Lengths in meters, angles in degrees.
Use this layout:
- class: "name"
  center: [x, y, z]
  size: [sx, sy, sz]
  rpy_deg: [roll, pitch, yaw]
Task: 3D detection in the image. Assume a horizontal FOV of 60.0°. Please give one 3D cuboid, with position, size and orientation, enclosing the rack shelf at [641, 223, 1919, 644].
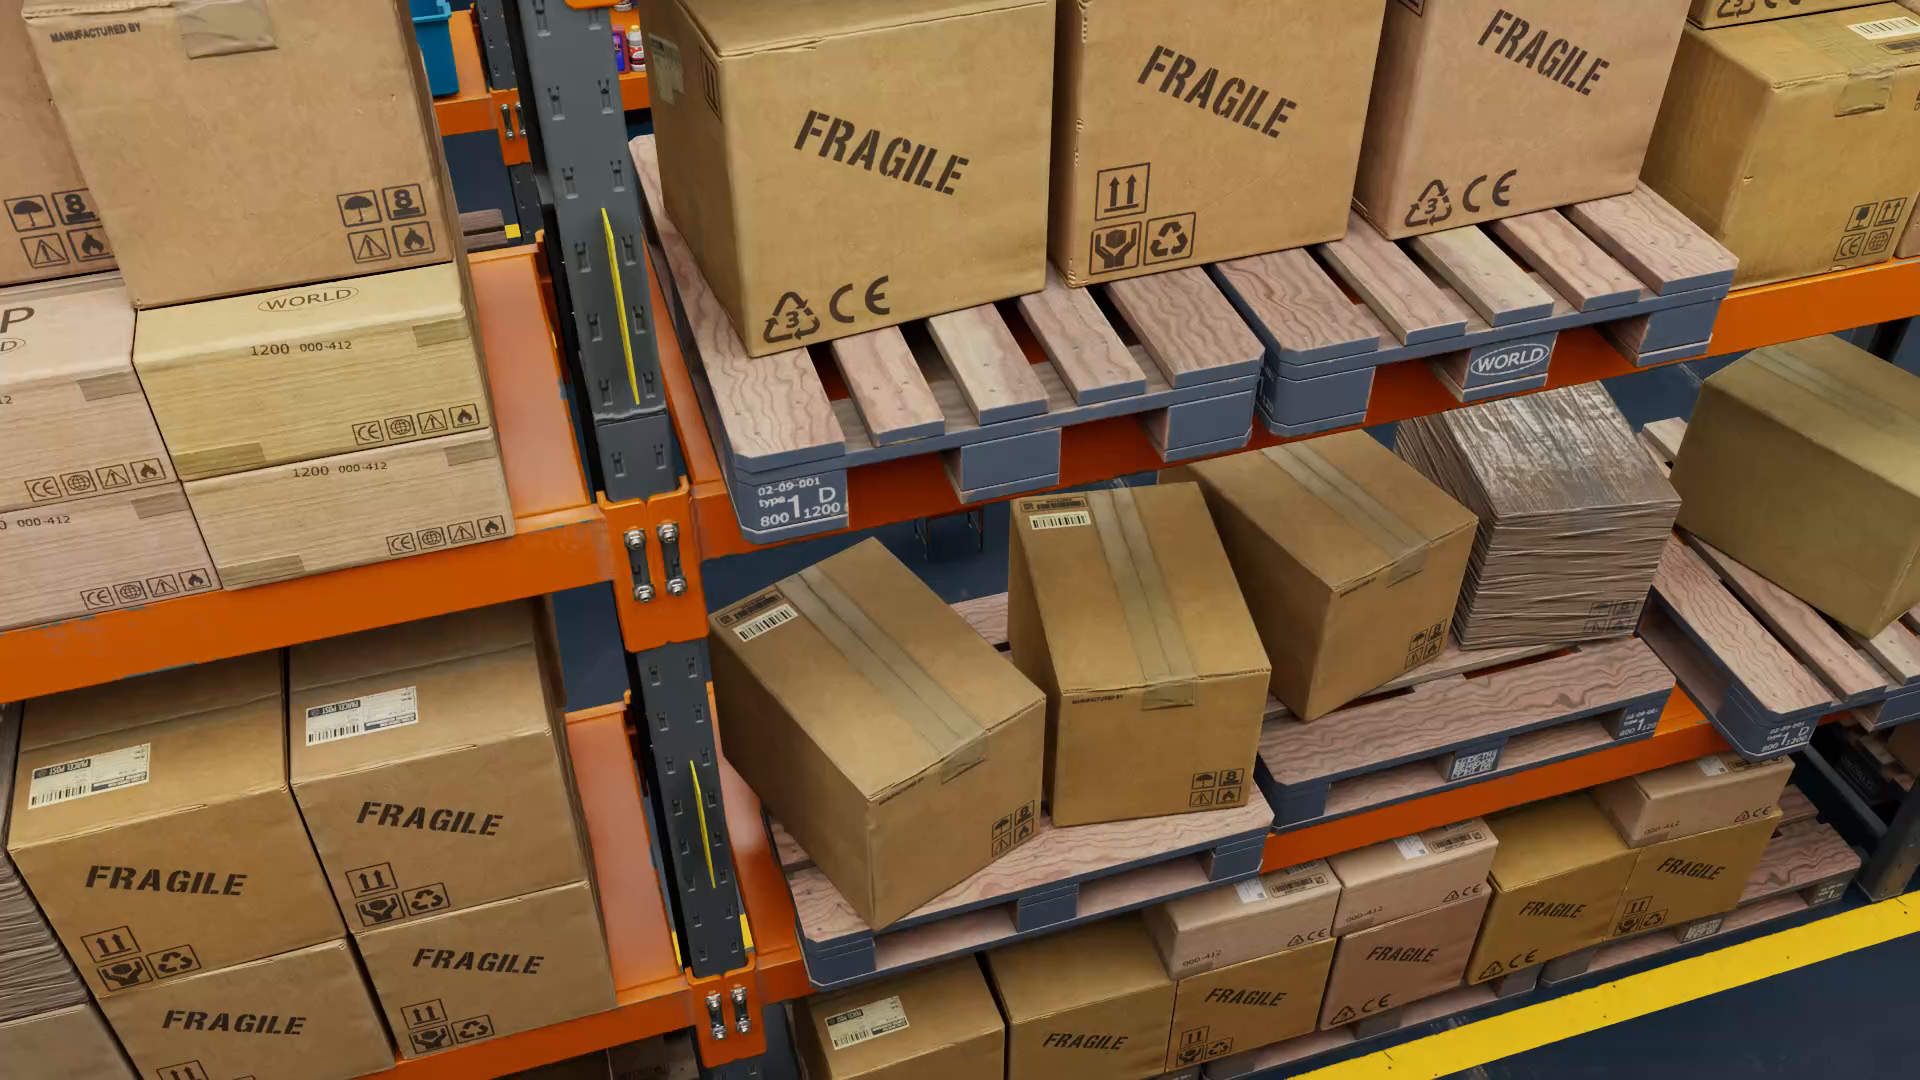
- class: "rack shelf"
  center: [1.180, -0.649, 3.980]
  size: [4.000, 0.370, 1.077]
  rpy_deg: [-12, 42, -13]

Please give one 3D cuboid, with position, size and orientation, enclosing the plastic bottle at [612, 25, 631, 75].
- class: "plastic bottle"
  center: [-1.607, -2.291, 7.682]
  size: [0.133, 0.283, 0.061]
  rpy_deg: [-12, 42, -13]

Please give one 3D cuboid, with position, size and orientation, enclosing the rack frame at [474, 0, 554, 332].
- class: "rack frame"
  center: [-2.212, -2.504, 7.837]
  size: [0.127, 3.000, 1.000]
  rpy_deg: [-12, 42, -13]

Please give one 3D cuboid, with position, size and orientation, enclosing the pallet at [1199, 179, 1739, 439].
- class: "pallet"
  center: [0.904, -0.746, 3.687]
  size: [1.003, 0.211, 1.213]
  rpy_deg: [-12, 42, -13]

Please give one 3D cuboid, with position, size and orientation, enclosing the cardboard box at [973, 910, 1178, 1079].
- class: "cardboard box"
  center: [0.312, 1.325, 5.018]
  size: [0.500, 0.500, 0.500]
  rpy_deg: [-11, 42, -12]

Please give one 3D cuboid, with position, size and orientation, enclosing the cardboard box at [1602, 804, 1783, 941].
- class: "cardboard box"
  center: [2.266, 0.922, 5.480]
  size: [0.500, 0.500, 0.500]
  rpy_deg: [-10, 42, -11]

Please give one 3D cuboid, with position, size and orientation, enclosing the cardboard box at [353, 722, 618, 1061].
- class: "cardboard box"
  center: [-1.128, 0.827, 3.947]
  size: [0.500, 0.500, 0.500]
  rpy_deg: [-11, 42, -12]

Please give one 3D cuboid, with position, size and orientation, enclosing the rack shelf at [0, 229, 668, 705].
- class: "rack shelf"
  center: [-2.635, 0.141, 3.075]
  size: [4.000, 0.370, 1.077]
  rpy_deg: [-12, 42, -13]

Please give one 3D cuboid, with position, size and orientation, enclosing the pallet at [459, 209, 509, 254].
- class: "pallet"
  center: [-2.902, -1.285, 8.560]
  size: [1.213, 0.211, 1.003]
  rpy_deg: [-12, 42, -13]

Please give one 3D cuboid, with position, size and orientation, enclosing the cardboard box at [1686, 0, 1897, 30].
- class: "cardboard box"
  center: [1.697, -1.446, 3.509]
  size: [0.500, 0.500, 0.500]
  rpy_deg: [-12, 42, -13]

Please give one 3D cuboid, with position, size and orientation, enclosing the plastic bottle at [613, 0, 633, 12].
- class: "plastic bottle"
  center: [-1.685, -2.739, 8.256]
  size: [0.097, 0.201, 0.097]
  rpy_deg: [0, 41, 0]

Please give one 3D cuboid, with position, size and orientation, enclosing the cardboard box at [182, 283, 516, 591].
- class: "cardboard box"
  center: [-1.112, -0.205, 3.039]
  size: [0.500, 0.250, 0.500]
  rpy_deg: [-12, 42, -13]

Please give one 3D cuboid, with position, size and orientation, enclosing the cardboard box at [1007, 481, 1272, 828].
- class: "cardboard box"
  center: [0.428, 0.280, 4.254]
  size: [0.500, 0.500, 0.700]
  rpy_deg: [-5, 41, -6]

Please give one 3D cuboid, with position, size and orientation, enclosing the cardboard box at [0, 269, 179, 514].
- class: "cardboard box"
  center: [-1.588, -0.293, 2.760]
  size: [0.500, 0.250, 0.500]
  rpy_deg: [-12, 42, -13]

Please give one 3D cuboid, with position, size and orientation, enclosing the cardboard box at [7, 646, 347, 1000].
- class: "cardboard box"
  center: [-1.620, 0.556, 3.498]
  size: [0.500, 0.500, 0.500]
  rpy_deg: [-12, 43, -14]

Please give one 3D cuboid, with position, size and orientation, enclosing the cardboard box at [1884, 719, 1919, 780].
- class: "cardboard box"
  center: [3.675, 0.772, 5.857]
  size: [0.500, 0.250, 0.500]
  rpy_deg: [-12, 43, -13]

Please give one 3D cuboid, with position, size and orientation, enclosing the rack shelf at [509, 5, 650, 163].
- class: "rack shelf"
  center: [-0.305, -2.629, 8.526]
  size: [4.000, 0.370, 1.077]
  rpy_deg: [-12, 42, -13]

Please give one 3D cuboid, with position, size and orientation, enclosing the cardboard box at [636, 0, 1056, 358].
- class: "cardboard box"
  center: [-0.225, -0.812, 3.148]
  size: [0.600, 0.600, 0.600]
  rpy_deg: [-16, 43, -17]

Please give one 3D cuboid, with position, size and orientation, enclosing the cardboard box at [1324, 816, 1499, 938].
- class: "cardboard box"
  center: [1.239, 0.858, 4.983]
  size: [0.500, 0.250, 0.500]
  rpy_deg: [-12, 43, -14]

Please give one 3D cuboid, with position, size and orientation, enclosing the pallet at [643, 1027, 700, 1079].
- class: "pallet"
  center: [-1.383, 1.790, 5.041]
  size: [1.213, 0.211, 1.003]
  rpy_deg: [-12, 42, -13]

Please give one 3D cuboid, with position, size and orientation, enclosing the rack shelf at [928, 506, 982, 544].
- class: "rack shelf"
  center: [-0.051, -0.168, 7.082]
  size: [0.240, 0.259, 0.215]
  rpy_deg: [-12, 42, -13]

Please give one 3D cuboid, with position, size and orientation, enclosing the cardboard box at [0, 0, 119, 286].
- class: "cardboard box"
  center: [-1.700, -0.809, 2.780]
  size: [0.500, 0.500, 0.700]
  rpy_deg: [-12, 42, -13]

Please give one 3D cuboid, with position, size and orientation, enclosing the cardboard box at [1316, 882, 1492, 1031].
- class: "cardboard box"
  center: [1.273, 1.132, 5.240]
  size: [0.500, 0.500, 0.500]
  rpy_deg: [-13, 43, -15]

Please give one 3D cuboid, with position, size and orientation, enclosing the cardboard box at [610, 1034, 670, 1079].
- class: "cardboard box"
  center: [-1.193, 1.399, 5.078]
  size: [0.500, 0.311, 0.500]
  rpy_deg: [-12, 42, -13]

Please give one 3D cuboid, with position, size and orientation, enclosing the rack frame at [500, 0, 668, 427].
- class: "rack frame"
  center: [-0.728, -1.654, 2.304]
  size: [0.127, 3.000, 1.000]
  rpy_deg: [-12, 42, -13]

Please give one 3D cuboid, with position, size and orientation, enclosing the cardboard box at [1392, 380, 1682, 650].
- class: "cardboard box"
  center: [1.591, -0.125, 4.718]
  size: [0.500, 0.500, 0.700]
  rpy_deg: [-4, 41, -5]

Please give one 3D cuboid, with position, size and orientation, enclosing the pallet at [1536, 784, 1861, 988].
- class: "pallet"
  center: [2.364, 0.988, 5.958]
  size: [1.213, 0.211, 1.003]
  rpy_deg: [-12, 42, -13]

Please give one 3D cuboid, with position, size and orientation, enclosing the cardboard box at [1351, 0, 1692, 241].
- class: "cardboard box"
  center: [1.046, -1.077, 3.452]
  size: [0.600, 0.600, 0.600]
  rpy_deg: [-13, 43, -15]

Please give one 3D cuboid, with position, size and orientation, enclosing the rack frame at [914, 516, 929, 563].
- class: "rack frame"
  center: [-0.167, -0.361, 6.865]
  size: [0.008, 1.050, 0.200]
  rpy_deg: [-12, 42, -13]

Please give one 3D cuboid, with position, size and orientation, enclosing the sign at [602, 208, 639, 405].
- class: "sign"
  center: [-0.558, -0.380, 2.733]
  size: [0.005, 0.325, 0.100]
  rpy_deg: [-12, 42, -13]

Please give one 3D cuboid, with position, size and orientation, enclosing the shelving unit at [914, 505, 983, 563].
- class: "shelving unit"
  center: [-0.051, -0.385, 6.893]
  size: [0.252, 1.050, 0.215]
  rpy_deg: [-12, 42, -13]
